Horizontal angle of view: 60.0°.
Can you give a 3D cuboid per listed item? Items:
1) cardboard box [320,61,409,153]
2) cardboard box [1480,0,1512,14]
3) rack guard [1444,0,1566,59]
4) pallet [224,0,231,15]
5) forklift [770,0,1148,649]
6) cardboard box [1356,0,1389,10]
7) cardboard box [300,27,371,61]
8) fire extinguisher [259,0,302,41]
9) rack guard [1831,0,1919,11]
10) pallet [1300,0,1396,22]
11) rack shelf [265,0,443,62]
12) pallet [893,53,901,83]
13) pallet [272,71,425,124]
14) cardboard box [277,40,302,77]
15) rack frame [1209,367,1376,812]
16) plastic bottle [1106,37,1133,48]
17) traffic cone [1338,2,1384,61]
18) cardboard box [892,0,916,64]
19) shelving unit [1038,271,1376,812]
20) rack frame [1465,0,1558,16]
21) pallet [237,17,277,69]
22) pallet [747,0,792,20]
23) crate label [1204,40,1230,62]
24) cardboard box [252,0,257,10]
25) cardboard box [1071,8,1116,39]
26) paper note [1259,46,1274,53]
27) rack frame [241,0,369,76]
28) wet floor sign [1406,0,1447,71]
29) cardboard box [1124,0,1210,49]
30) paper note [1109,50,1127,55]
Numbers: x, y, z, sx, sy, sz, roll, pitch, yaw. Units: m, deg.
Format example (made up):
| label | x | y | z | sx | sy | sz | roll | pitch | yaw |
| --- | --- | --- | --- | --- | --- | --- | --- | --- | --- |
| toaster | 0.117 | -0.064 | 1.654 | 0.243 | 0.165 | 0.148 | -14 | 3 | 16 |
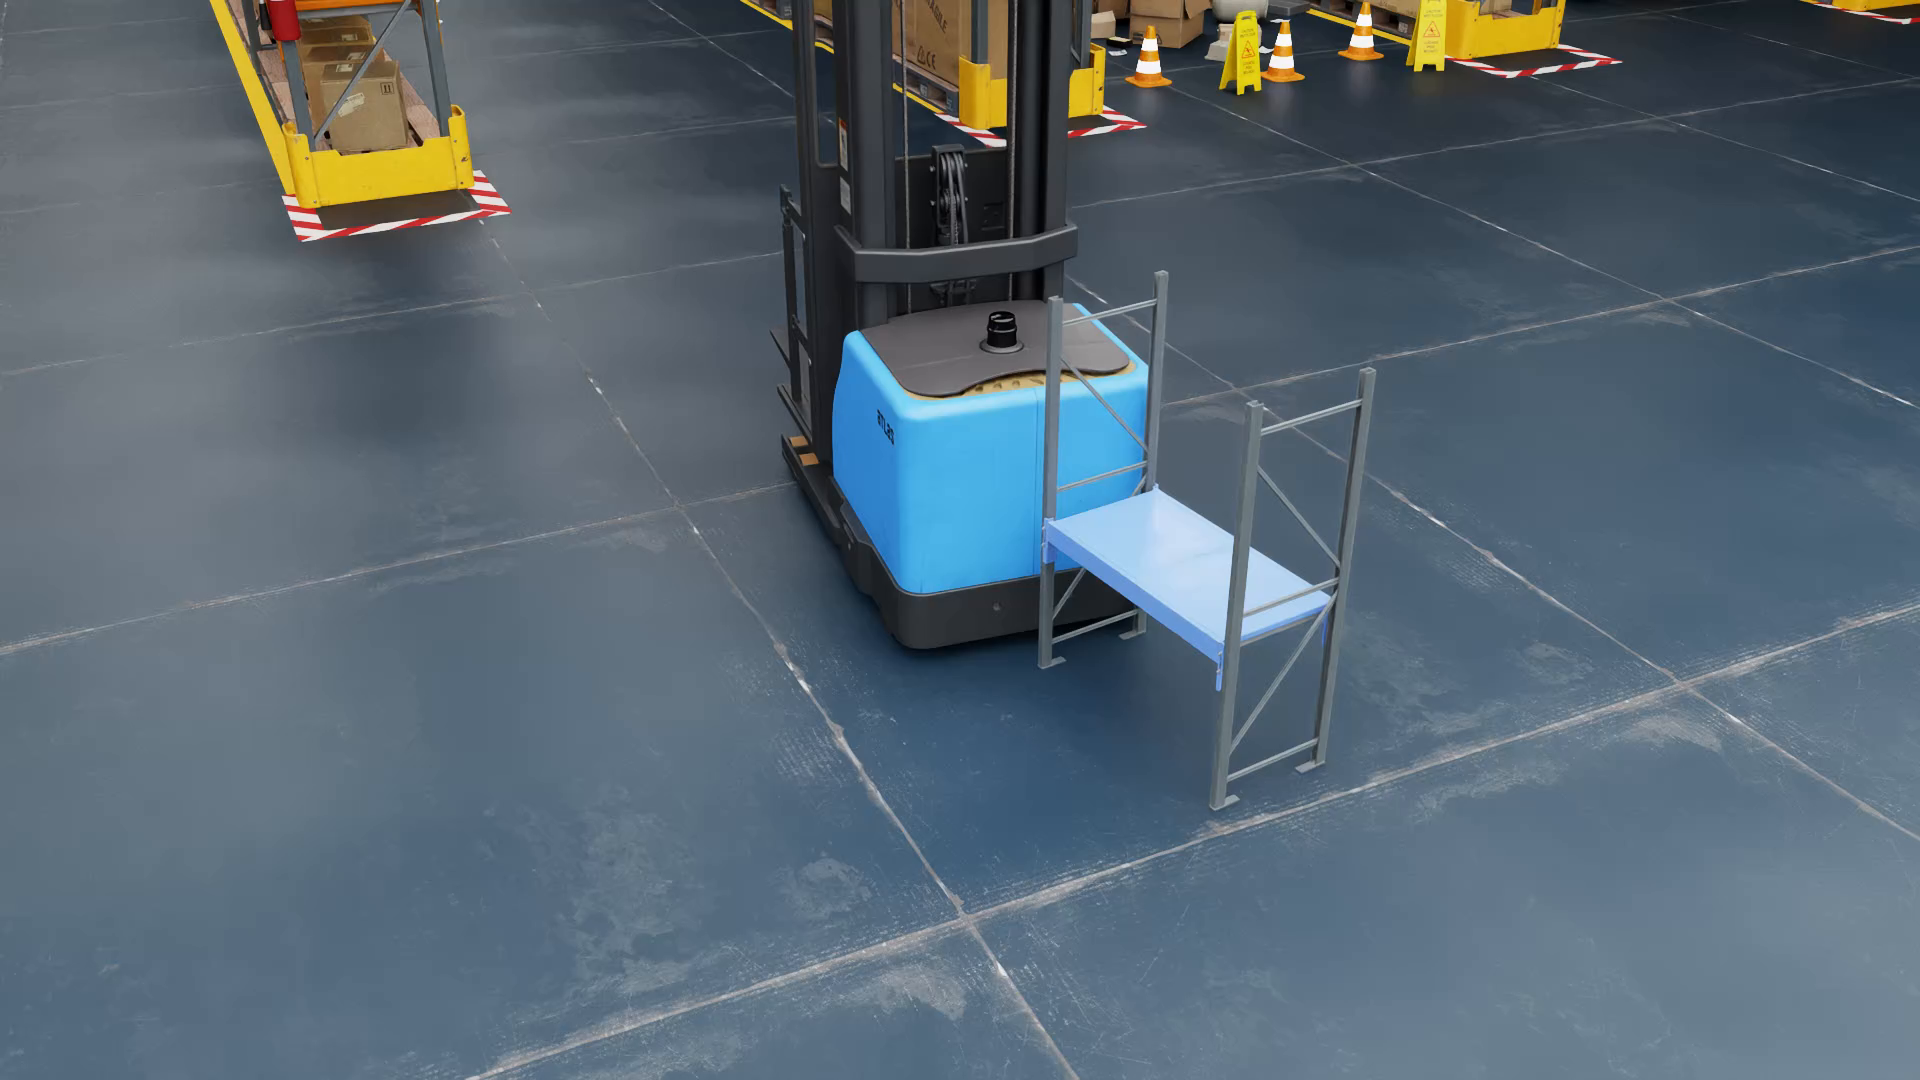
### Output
| label | x | y | z | sx | sy | sz | roll | pitch | yaw |
| --- | --- | --- | --- | --- | --- | --- | --- | --- | --- |
| cardboard box | -4.216 | -3.078 | 11.798 | 0.500 | 0.500 | 0.500 | -7 | 30 | -13 |
| cardboard box | 4.891 | -5.185 | 15.811 | 0.500 | 0.250 | 0.500 | -13 | 32 | -22 |
| rack guard | 4.955 | -4.730 | 15.173 | 1.175 | 0.500 | 0.348 | -13 | 32 | -22 |
| pallet | -7.063 | -5.678 | 17.159 | 1.003 | 0.211 | 1.213 | -13 | 32 | -22 |
| forklift | -0.199 | -1.567 | 7.048 | 1.130 | 2.935 | 3.031 | -9 | 31 | -16 |
| cardboard box | 4.182 | -5.301 | 16.019 | 0.500 | 0.250 | 0.500 | -13 | 32 | -22 |
| cardboard box | -4.755 | -3.615 | 12.757 | 0.500 | 0.500 | 0.500 | -10 | 31 | -17 |
| fire extinguisher | -4.330 | -3.525 | 10.548 | 0.296 | 0.674 | 0.183 | -13 | 32 | -22 |
| rack guard | 9.479 | -5.729 | 16.956 | 1.175 | 0.500 | 0.348 | -13 | 32 | -22 |
| pallet | 4.118 | -5.508 | 16.857 | 1.003 | 0.211 | 1.213 | -13 | 32 | -22 |
| rack shelf | -4.821 | -4.275 | 12.543 | 1.077 | 0.370 | 4.000 | -13 | 32 | -22 |
| pallet | -0.373 | -4.361 | 14.811 | 1.003 | 0.211 | 1.213 | -13 | 32 | -22 |
| pallet | -4.832 | -3.427 | 13.146 | 1.003 | 0.211 | 1.213 | -13 | 32 | -22 |
| cardboard box | -5.292 | -4.129 | 13.673 | 0.500 | 0.500 | 0.500 | -3 | 29 | -6 |
| rack frame | 1.062 | 0.192 | 5.374 | 0.500 | 1.500 | 0.032 | -17 | 34 | -28 |
| plastic bottle | 1.454 | -4.622 | 15.430 | 0.283 | 0.061 | 0.133 | 26 | 38 | 38 |
| traffic cone | 3.638 | -4.599 | 14.978 | 0.336 | 0.463 | 0.334 | -13 | 32 | -22 |
| cardboard box | -0.170 | -4.633 | 14.188 | 0.875 | 0.875 | 0.875 | -14 | 32 | -23 |
| shelving unit | 0.790 | -0.018 | 5.749 | 0.538 | 1.500 | 1.048 | -17 | 34 | -28 |
| rack frame | 4.988 | -5.786 | 14.502 | 1.000 | 3.000 | 0.127 | -13 | 32 | -22 |
| pallet | -6.015 | -4.600 | 15.237 | 1.003 | 0.211 | 1.213 | -13 | 32 | -22 |
| pallet | -1.556 | -5.578 | 16.982 | 1.003 | 0.211 | 1.213 | -13 | 32 | -22 |
| crate label | 2.388 | -4.408 | 14.971 | 0.298 | 0.136 | 0.250 | 19 | 34 | 30 |
| cardboard box | -6.352 | -5.312 | 15.761 | 0.700 | 0.500 | 0.500 | -16 | 33 | -26 |
| cardboard box | 1.245 | -4.904 | 15.724 | 0.396 | 0.266 | 0.258 | -8 | 30 | -13 |
| paper note | 2.784 | -4.491 | 15.228 | 0.142 | 0.019 | 0.148 | 26 | 38 | 38 |
| rack frame | -5.680 | -5.473 | 13.942 | 1.000 | 3.000 | 0.127 | -13 | 32 | -22 |
| wet floor sign | 4.103 | -4.451 | 14.528 | 0.267 | 0.644 | 0.232 | -3 | 29 | -5 |
| cardboard box | 1.947 | -4.942 | 15.548 | 0.637 | 0.503 | 0.797 | 13 | 32 | 21 |
| paper note | 1.438 | -4.437 | 15.134 | 0.144 | 0.017 | 0.142 | -3 | 29 | -5 |
